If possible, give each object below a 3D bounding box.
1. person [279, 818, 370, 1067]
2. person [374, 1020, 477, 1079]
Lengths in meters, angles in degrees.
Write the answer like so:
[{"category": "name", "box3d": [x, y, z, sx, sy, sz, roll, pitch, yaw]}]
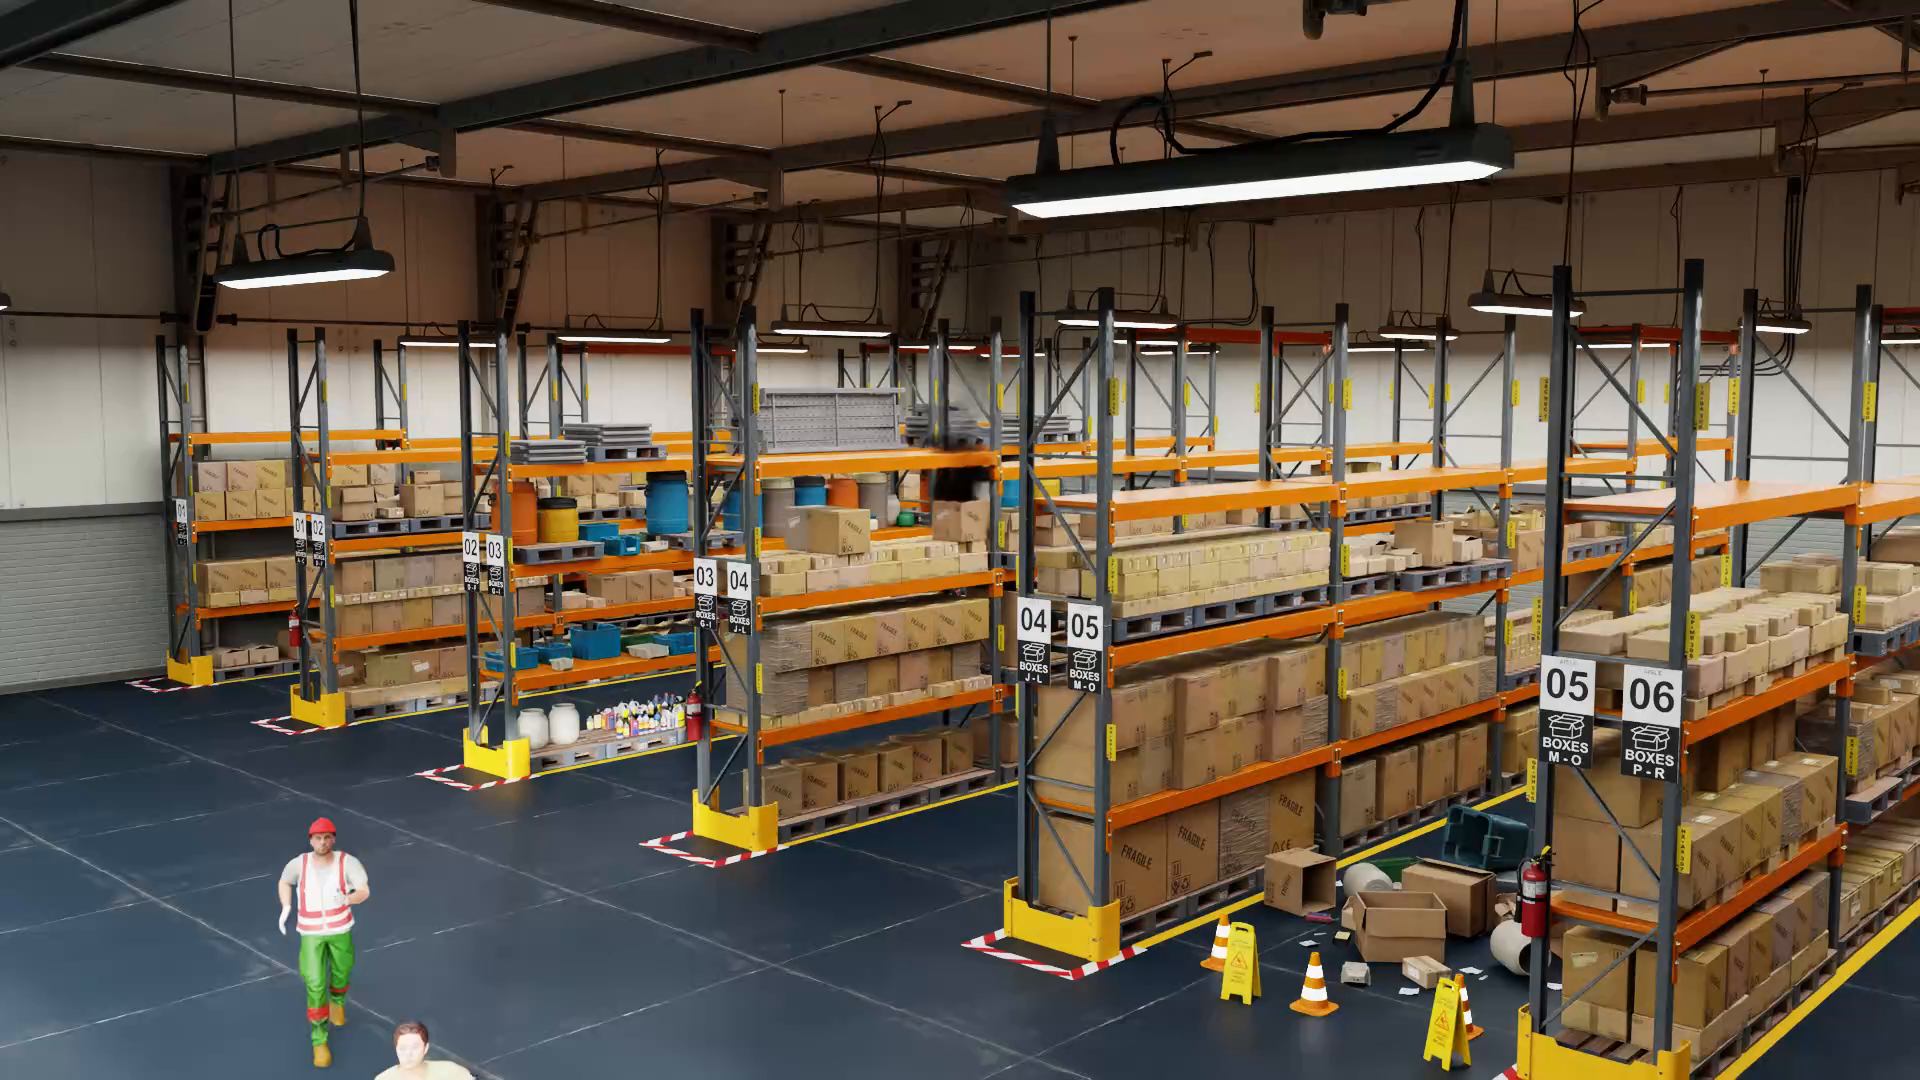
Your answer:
[{"category": "person", "box3d": [-4.915, 3.034, 12.884, 0.659, 1.781, 0.991, -2, 6, -23]}, {"category": "person", "box3d": [-2.990, 3.484, 9.202, 0.605, 1.677, 0.647, -1, 5, -9]}]
